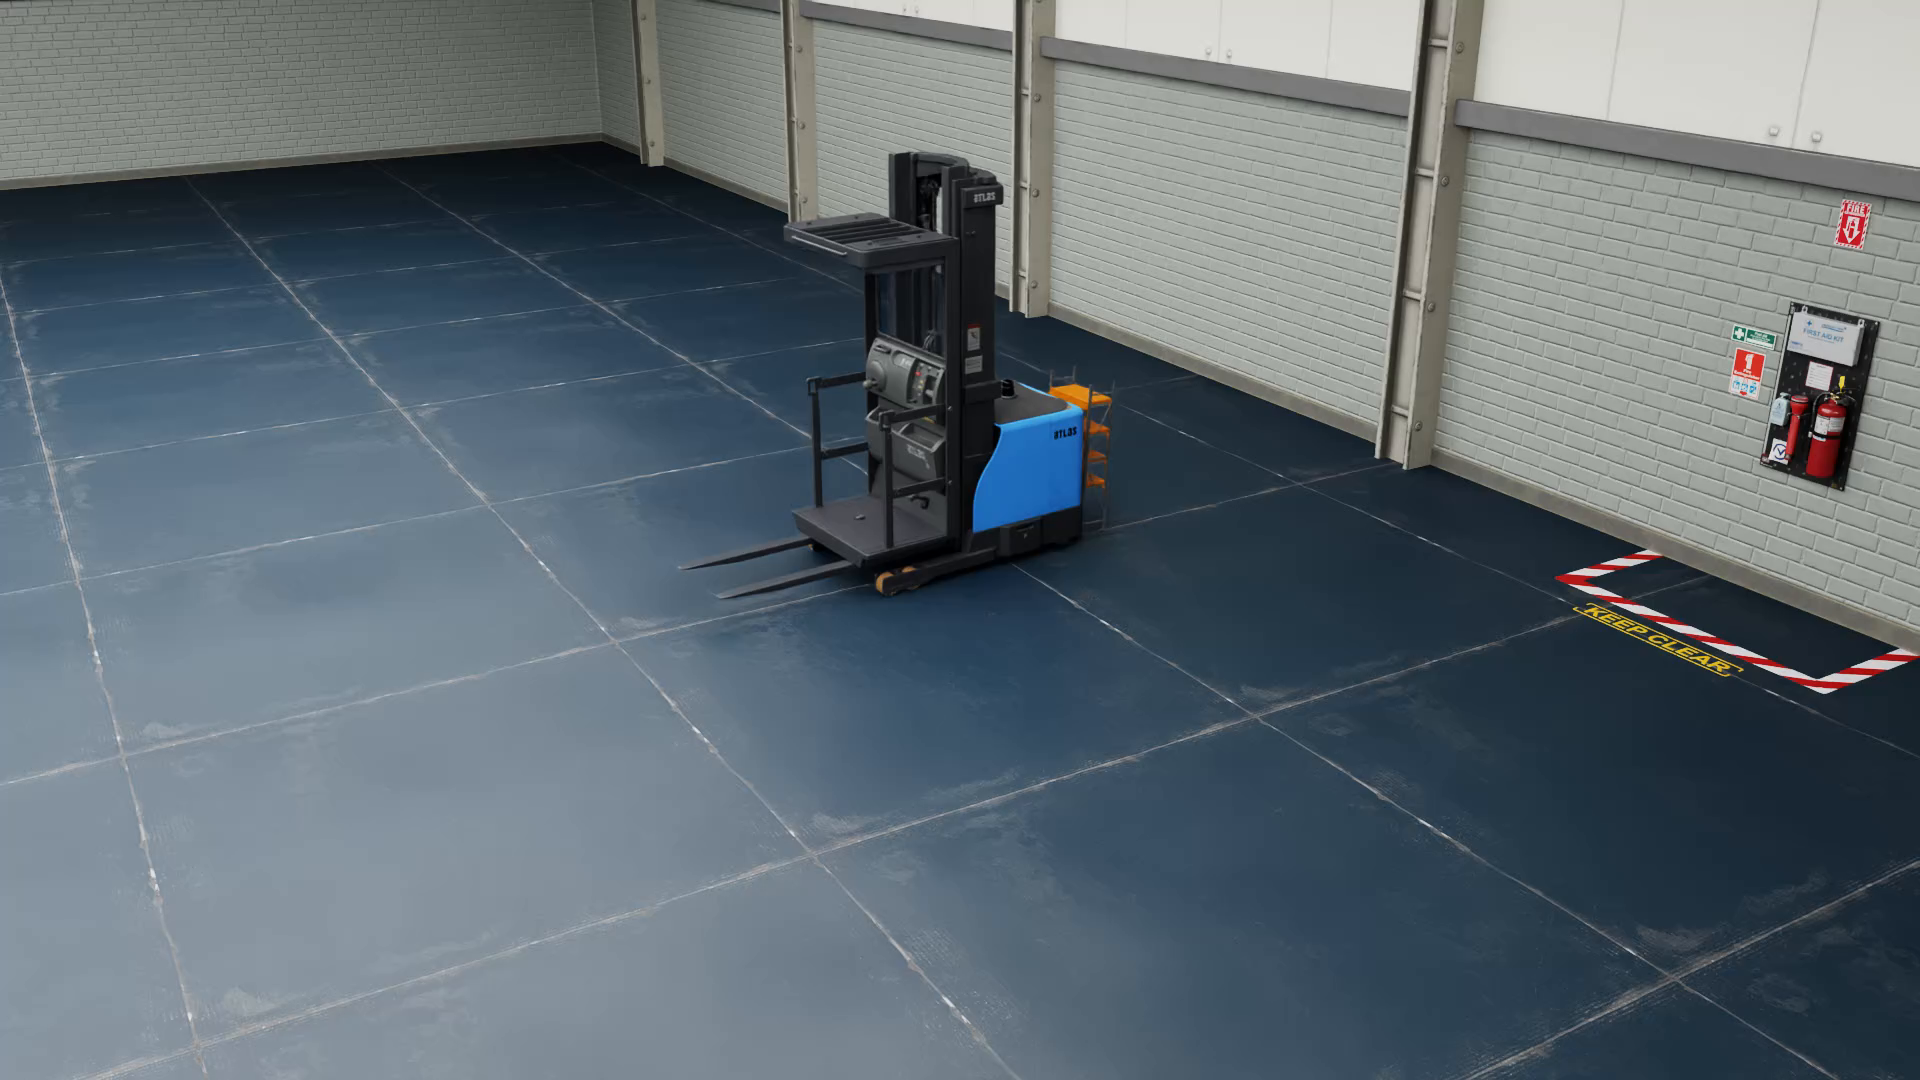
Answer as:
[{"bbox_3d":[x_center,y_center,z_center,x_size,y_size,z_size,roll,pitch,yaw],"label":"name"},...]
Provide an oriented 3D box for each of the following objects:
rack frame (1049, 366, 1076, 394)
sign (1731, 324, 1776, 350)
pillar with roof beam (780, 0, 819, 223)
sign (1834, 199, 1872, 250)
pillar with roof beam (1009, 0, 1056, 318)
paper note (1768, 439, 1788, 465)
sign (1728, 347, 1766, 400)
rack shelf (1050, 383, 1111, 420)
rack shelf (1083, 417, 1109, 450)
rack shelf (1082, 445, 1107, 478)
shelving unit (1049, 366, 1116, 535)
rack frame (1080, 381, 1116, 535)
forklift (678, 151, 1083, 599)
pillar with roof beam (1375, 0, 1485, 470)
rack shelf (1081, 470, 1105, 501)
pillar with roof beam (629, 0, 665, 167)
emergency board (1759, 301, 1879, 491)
[{"bbox_3d":[0.781,-0.776,13.112,0.240,1.200,0.015,-11,25,-32],"label":"rack frame"},{"bbox_3d":[5.508,-1.408,11.541,0.001,0.109,0.331,-13,25,-28],"label":"sign"},{"bbox_3d":[-5.959,-7.921,20.349,9.100,9.000,0.400,-13,25,-28],"label":"pillar with roof beam"},{"bbox_3d":[5.789,-2.046,10.783,0.001,0.298,0.199,-13,25,-28],"label":"sign"},{"bbox_3d":[-2.894,-5.979,15.570,9.100,9.000,0.400,-13,25,-28],"label":"pillar with roof beam"},{"bbox_3d":[5.676,-0.613,11.506,0.016,0.148,0.142,-13,25,-28],"label":"paper note"},{"bbox_3d":[5.513,-1.166,11.649,0.001,0.329,0.234,-13,25,-28],"label":"sign"},{"bbox_3d":[0.931,-1.067,12.786,0.258,0.148,0.480,-11,25,-32],"label":"rack shelf"},{"bbox_3d":[0.922,-0.846,12.869,0.258,0.148,0.480,-11,25,-32],"label":"rack shelf"},{"bbox_3d":[0.914,-0.637,12.948,0.258,0.148,0.480,-11,25,-32],"label":"rack shelf"},{"bbox_3d":[0.916,-0.700,12.924,0.258,1.200,0.503,-11,25,-32],"label":"shelving unit"},{"bbox_3d":[1.052,-0.623,12.736,0.240,1.200,0.015,-11,25,-32],"label":"rack frame"},{"bbox_3d":[-0.565,-1.184,11.831,3.031,2.935,1.130,-15,26,-32],"label":"forklift"},{"bbox_3d":[0.171,-4.037,10.792,9.100,9.000,0.400,-13,25,-28],"label":"pillar with roof beam"},{"bbox_3d":[0.906,-0.451,13.018,0.258,0.148,0.480,-11,25,-32],"label":"rack shelf"},{"bbox_3d":[-9.024,-9.863,25.127,9.100,9.000,0.400,-13,25,-28],"label":"pillar with roof beam"},{"bbox_3d":[5.707,-0.950,11.166,0.194,1.169,0.643,-13,25,-28],"label":"emergency board"}]
